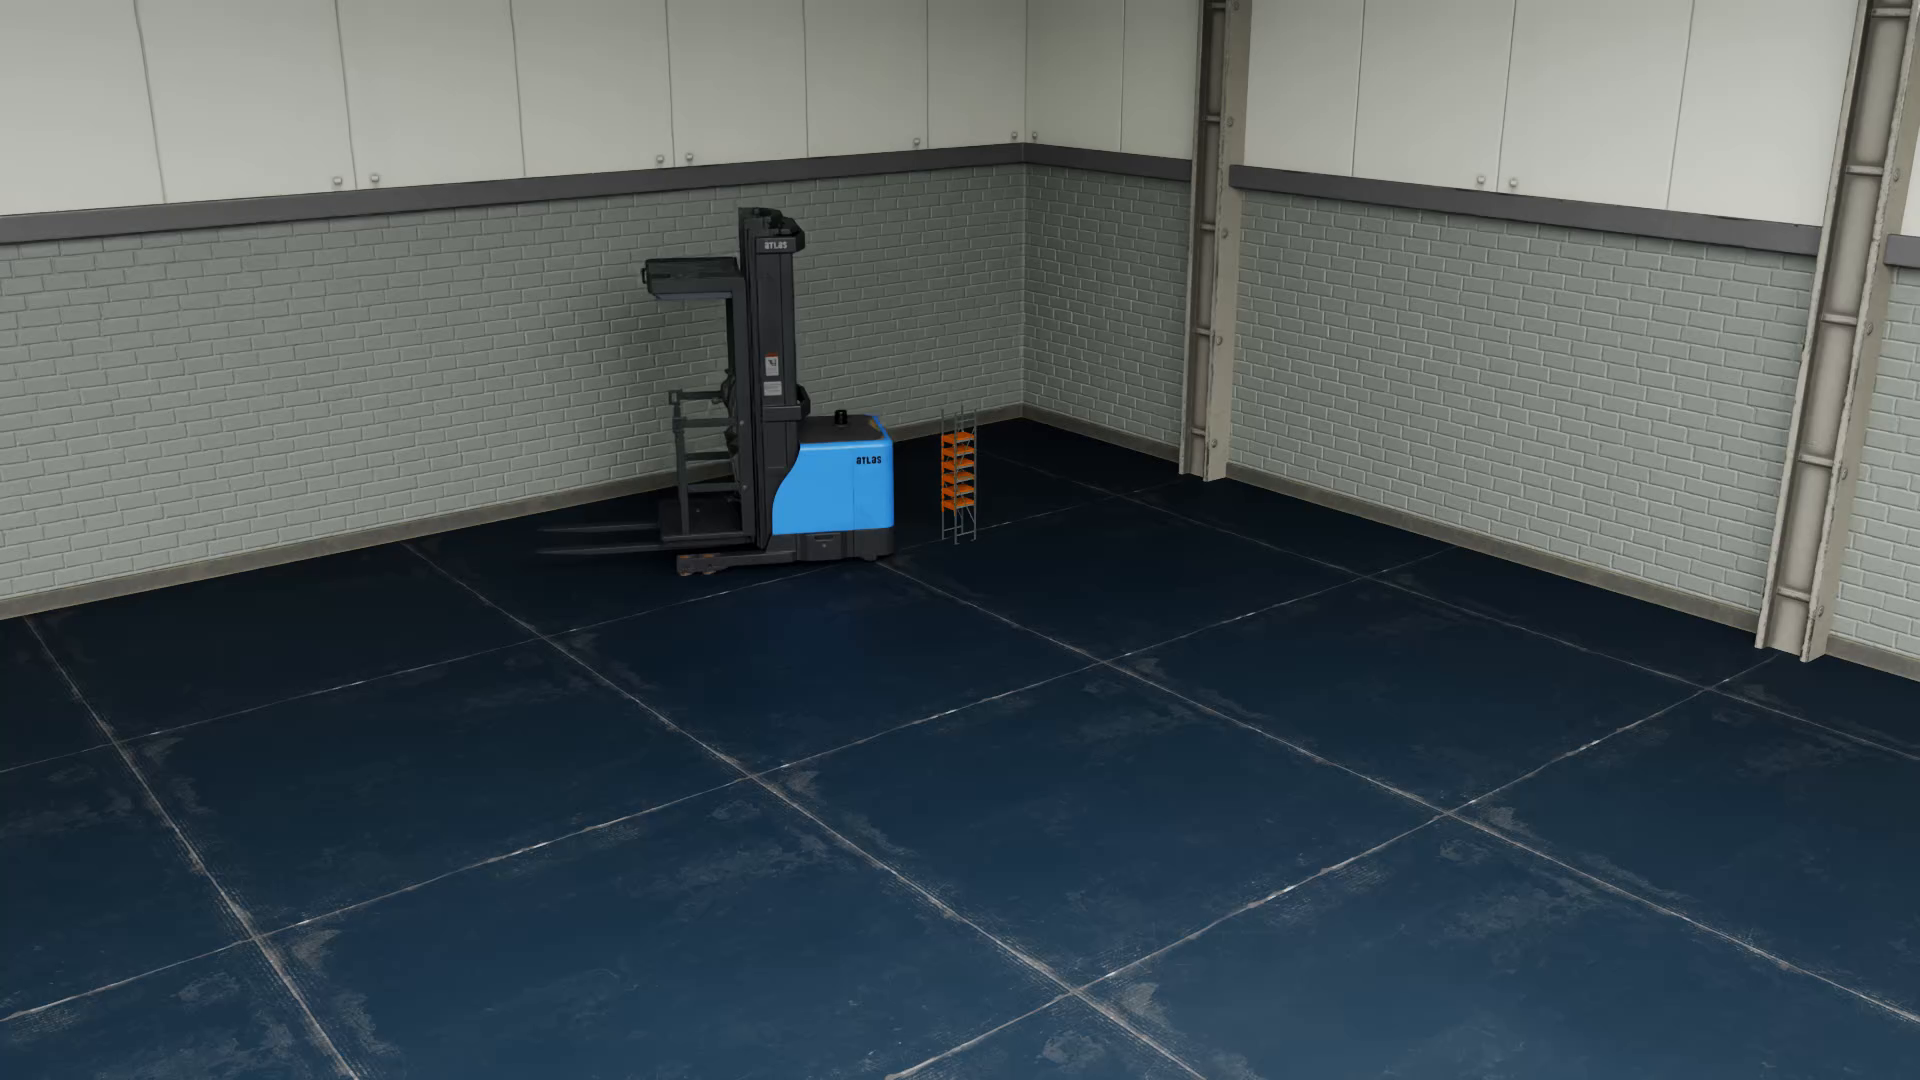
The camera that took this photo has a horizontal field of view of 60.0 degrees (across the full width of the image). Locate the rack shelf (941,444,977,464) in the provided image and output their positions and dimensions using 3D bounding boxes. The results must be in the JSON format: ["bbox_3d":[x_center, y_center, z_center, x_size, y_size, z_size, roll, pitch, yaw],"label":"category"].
[{"bbox_3d":[-0.009,-0.759,14.623,0.258,0.103,0.180,-14,23,-36],"label":"rack shelf"}]

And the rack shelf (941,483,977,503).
[{"bbox_3d":[-0.009,-0.417,14.736,0.258,0.103,0.180,-14,23,-36],"label":"rack shelf"}]

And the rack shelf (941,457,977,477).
[{"bbox_3d":[-0.009,-0.645,14.661,0.258,0.103,0.180,-14,23,-36],"label":"rack shelf"}]

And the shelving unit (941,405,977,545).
[{"bbox_3d":[-0.009,-0.573,14.685,0.258,1.200,0.189,-14,23,-36],"label":"shelving unit"}]

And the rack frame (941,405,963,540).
[{"bbox_3d":[-0.066,-0.596,14.753,0.240,1.200,0.006,-14,23,-36],"label":"rack frame"}]

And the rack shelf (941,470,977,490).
[{"bbox_3d":[-0.009,-0.531,14.699,0.258,0.103,0.180,-14,23,-36],"label":"rack shelf"}]

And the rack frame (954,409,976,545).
[{"bbox_3d":[0.048,-0.551,14.617,0.240,1.200,0.006,-14,23,-36],"label":"rack frame"}]

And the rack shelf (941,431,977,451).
[{"bbox_3d":[-0.009,-0.873,14.585,0.258,0.103,0.180,-14,23,-36],"label":"rack shelf"}]

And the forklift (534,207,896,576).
[{"bbox_3d":[-2.121,-1.271,14.037,3.031,2.935,1.130,-4,19,-11],"label":"forklift"}]

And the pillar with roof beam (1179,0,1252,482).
[{"bbox_3d":[-0.912,-4.093,12.907,9.100,9.000,0.400,-14,23,-36],"label":"pillar with roof beam"}]

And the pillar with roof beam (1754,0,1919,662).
[{"bbox_3d":[2.814,-2.614,8.443,9.100,9.000,0.400,-14,23,-36],"label":"pillar with roof beam"}]

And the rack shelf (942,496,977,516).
[{"bbox_3d":[-0.009,-0.303,14.774,0.258,0.103,0.180,-14,23,-36],"label":"rack shelf"}]
